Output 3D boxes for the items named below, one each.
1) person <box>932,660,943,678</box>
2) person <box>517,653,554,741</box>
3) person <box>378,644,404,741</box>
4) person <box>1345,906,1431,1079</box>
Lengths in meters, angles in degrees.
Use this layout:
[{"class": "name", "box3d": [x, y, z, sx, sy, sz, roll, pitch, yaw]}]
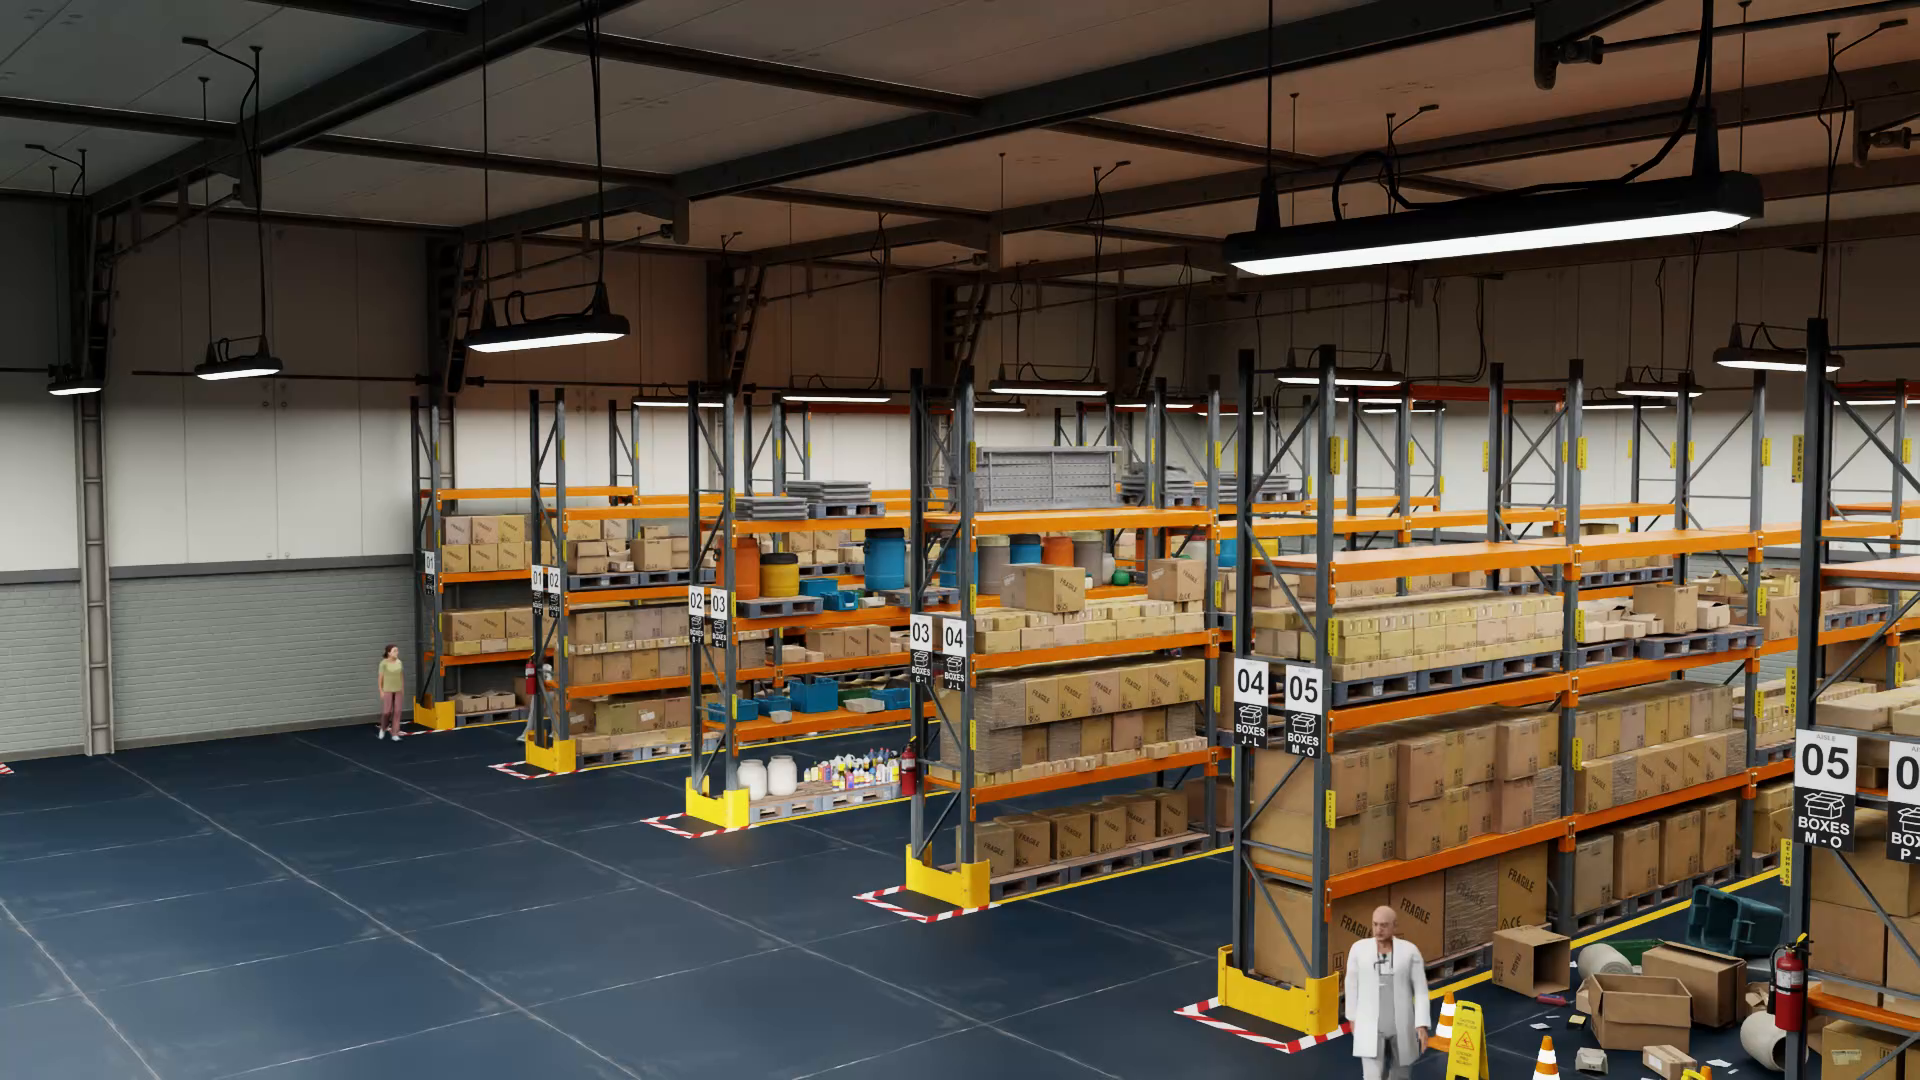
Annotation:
[{"class": "person", "box3d": [-0.437, 2.232, 34.676, 0.493, 1.792, 0.588, -1, 3, -9]}, {"class": "person", "box3d": [-7.221, 2.681, 28.627, 0.427, 1.540, 0.978, 1, 3, 13]}, {"class": "person", "box3d": [-9.819, 2.622, 28.703, 0.458, 1.669, 0.465, -3, 4, -41]}, {"class": "person", "box3d": [3.139, 3.574, 12.219, 0.607, 1.726, 1.072, 1, 3, 12]}]
